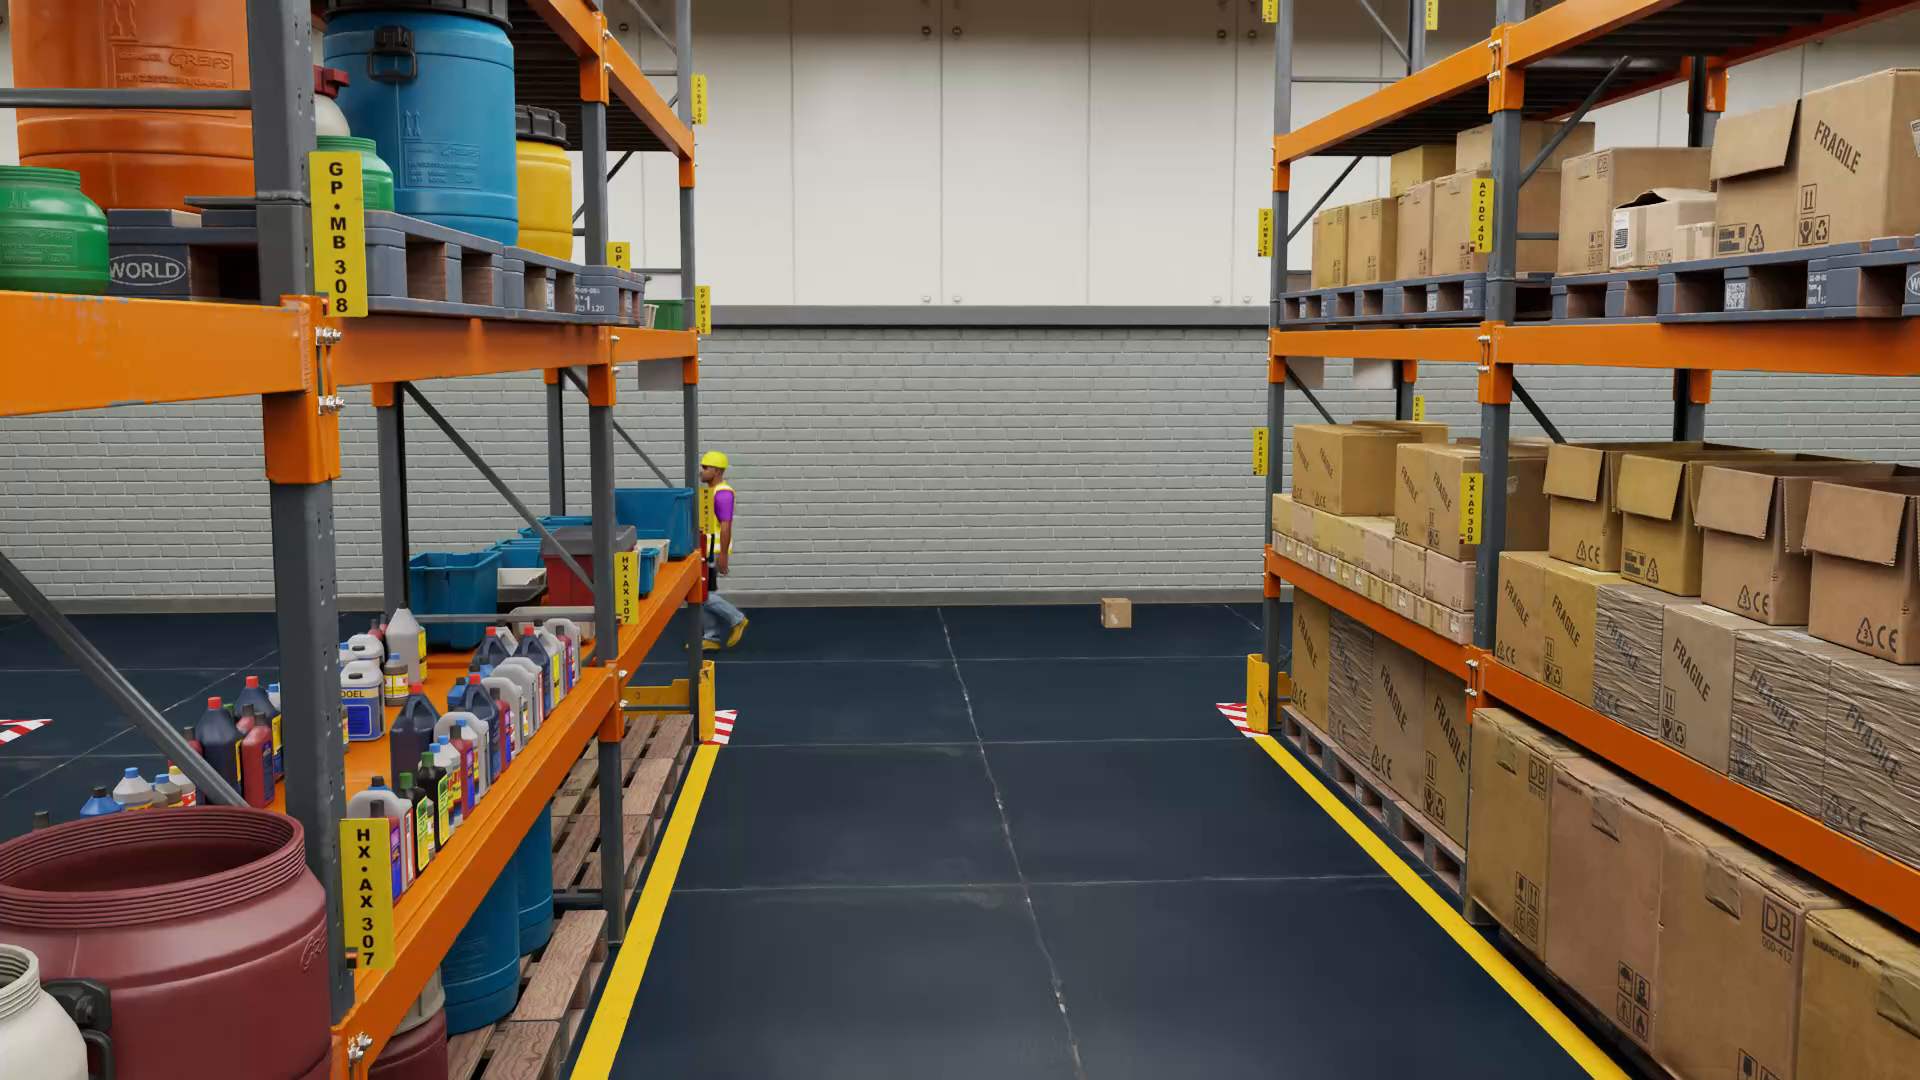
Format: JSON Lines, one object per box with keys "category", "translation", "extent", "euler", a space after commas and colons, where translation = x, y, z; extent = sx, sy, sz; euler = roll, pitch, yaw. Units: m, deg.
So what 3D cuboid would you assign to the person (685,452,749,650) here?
{"category": "person", "translation": [-2.149, 0.103, 14.589], "extent": [0.530, 1.754, 0.570], "euler": [-3, 7, -22]}
